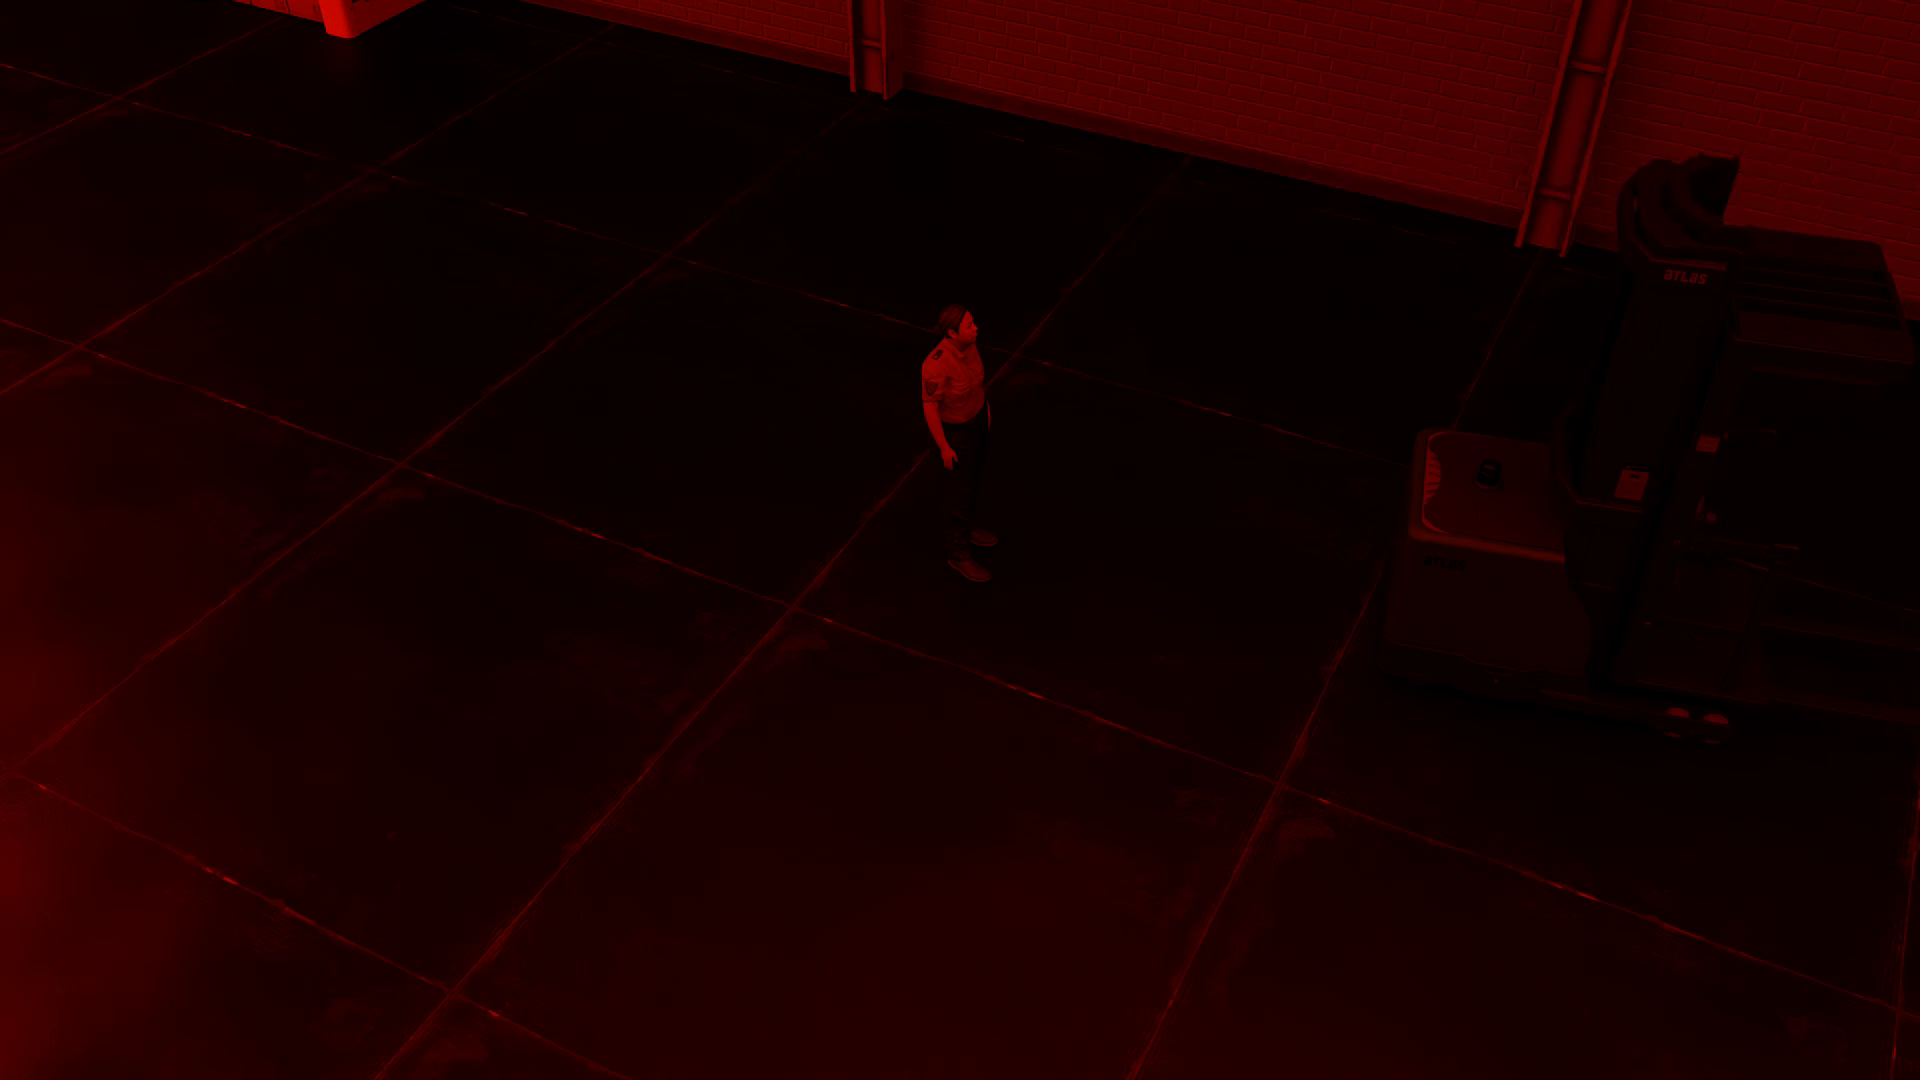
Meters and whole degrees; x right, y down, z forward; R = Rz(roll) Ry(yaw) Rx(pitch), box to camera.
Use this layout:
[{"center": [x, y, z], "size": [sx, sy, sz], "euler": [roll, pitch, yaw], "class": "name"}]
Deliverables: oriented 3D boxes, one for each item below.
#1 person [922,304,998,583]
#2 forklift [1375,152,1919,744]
[{"center": [0.069, -0.596, 9.679], "size": [0.502, 1.651, 0.598], "euler": [18, 43, 21], "class": "person"}, {"center": [3.907, -0.404, 8.467], "size": [3.031, 2.935, 1.130], "euler": [10, 41, 11], "class": "forklift"}]
